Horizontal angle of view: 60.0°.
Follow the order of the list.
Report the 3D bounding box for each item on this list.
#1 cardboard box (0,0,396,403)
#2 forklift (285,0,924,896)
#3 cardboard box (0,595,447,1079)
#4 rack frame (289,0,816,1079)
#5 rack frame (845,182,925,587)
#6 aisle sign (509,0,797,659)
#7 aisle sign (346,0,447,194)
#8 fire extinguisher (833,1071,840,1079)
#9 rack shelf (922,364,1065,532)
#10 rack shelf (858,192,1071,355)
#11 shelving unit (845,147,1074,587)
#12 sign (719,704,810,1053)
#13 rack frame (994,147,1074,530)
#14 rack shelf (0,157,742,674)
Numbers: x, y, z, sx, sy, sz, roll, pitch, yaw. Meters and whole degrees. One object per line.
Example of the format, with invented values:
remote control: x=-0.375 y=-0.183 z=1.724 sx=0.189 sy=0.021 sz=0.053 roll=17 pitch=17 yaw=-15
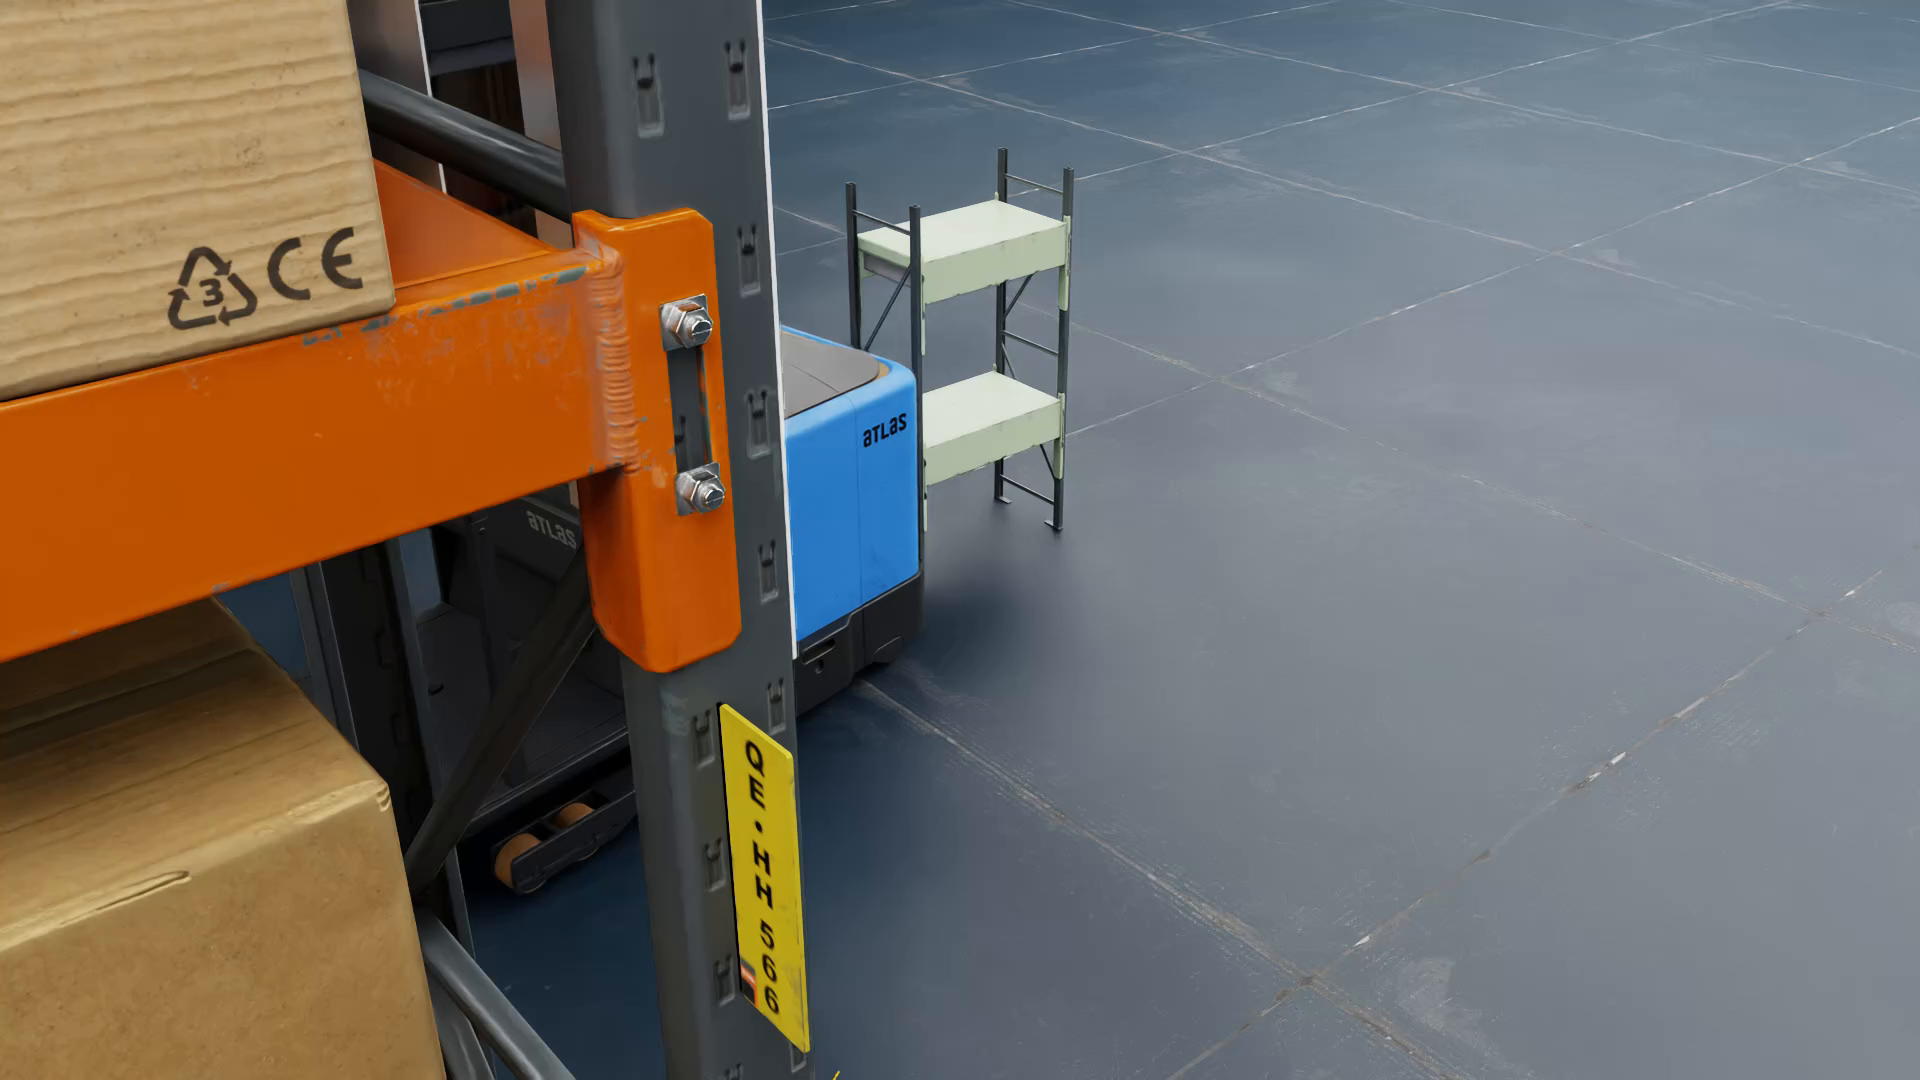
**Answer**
cardboard box: x=-0.715 y=-0.275 z=1.058 sx=0.500 sy=0.250 sz=0.500 roll=-21 pitch=35 yaw=-34
forklift: x=-1.463 y=-0.536 z=4.643 sx=1.130 sy=2.935 sz=3.031 roll=22 pitch=35 yaw=35
cardboard box: x=-0.772 y=0.384 z=1.366 sx=0.500 sy=0.500 sz=0.500 roll=-22 pitch=35 yaw=-35
rack frame: x=-0.516 y=0.743 z=2.178 sx=0.053 sy=2.616 sz=0.949 roll=-22 pitch=35 yaw=-35
rack frame: x=-0.273 y=-0.552 z=6.191 sx=0.023 sy=1.500 sz=0.400 roll=-22 pitch=35 yaw=-35
aisle sign: x=-0.272 y=-0.314 z=1.397 sx=0.004 sy=0.787 sz=0.394 roll=-22 pitch=35 yaw=-35
aisle sign: x=-0.661 y=-0.529 z=1.800 sx=0.004 sy=0.787 sz=0.394 roll=-22 pitch=35 yaw=-35
fire extinguisher: x=-0.127 y=0.908 z=1.950 sx=0.183 sy=0.674 sz=0.296 roll=-22 pitch=35 yaw=-35
rack shelf: x=0.005 y=-0.376 z=6.554 sx=0.720 sy=0.370 sz=0.431 roll=-22 pitch=35 yaw=-35
rack shelf: x=0.005 y=-1.008 z=6.216 sx=0.720 sy=0.370 sz=0.431 roll=-22 pitch=35 yaw=-35
shelving unit: x=0.005 y=-0.664 z=6.400 sx=0.755 sy=1.500 sz=0.431 roll=-22 pitch=35 yaw=-35
sign: x=-0.169 y=0.299 z=1.445 sx=0.005 sy=0.325 sz=0.100 roll=-22 pitch=35 yaw=-35
rack frame: x=0.284 y=-0.775 z=6.610 sx=0.023 sy=1.500 sz=0.400 roll=-22 pitch=35 yaw=-35
rack shelf: x=-2.035 y=0.350 z=0.494 sx=4.000 sy=0.370 sz=1.077 roll=-22 pitch=35 yaw=-35
